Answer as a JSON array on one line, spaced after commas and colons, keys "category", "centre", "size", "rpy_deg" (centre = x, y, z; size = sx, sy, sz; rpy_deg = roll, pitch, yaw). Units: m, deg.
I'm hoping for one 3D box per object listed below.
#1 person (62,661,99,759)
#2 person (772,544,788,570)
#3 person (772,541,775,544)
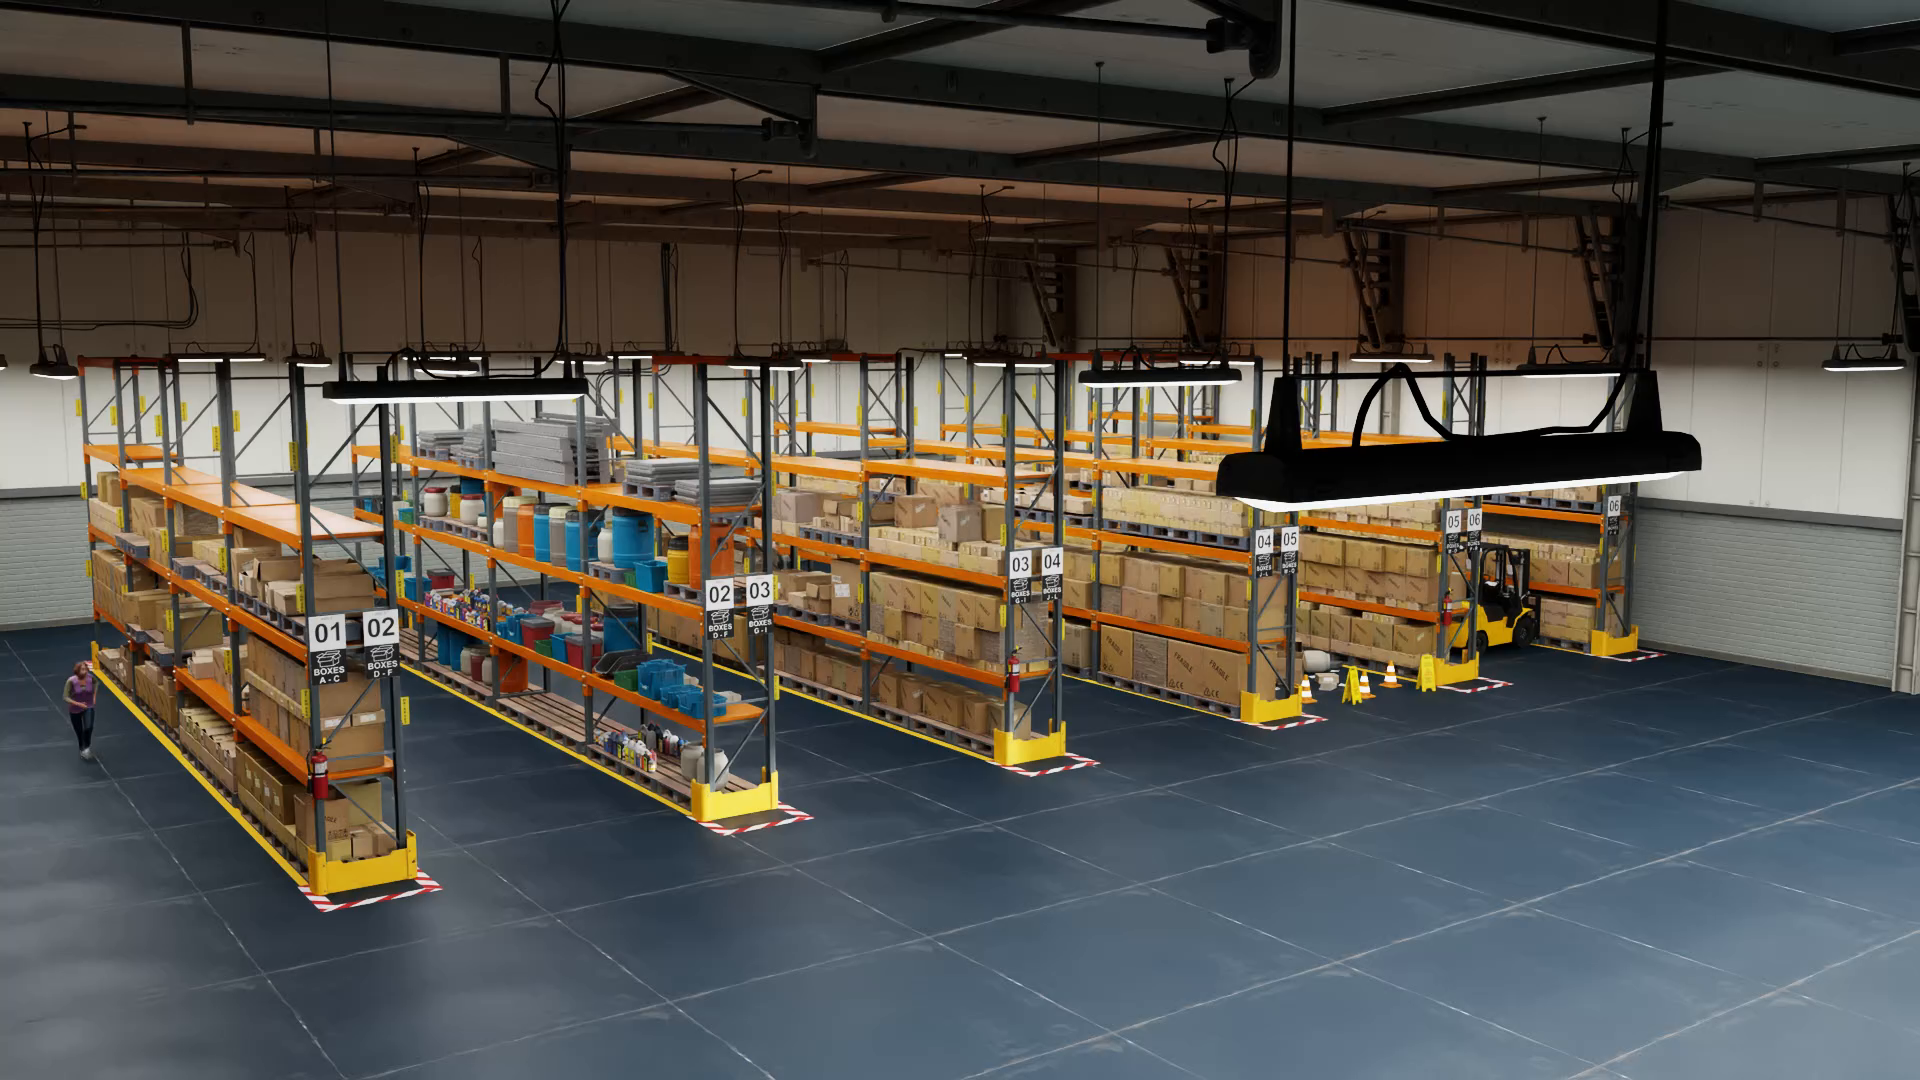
[{"category": "person", "centre": [-13.189, 2.541, 24.971], "size": [0.460, 1.514, 0.781], "rpy_deg": [-3, 8, -26]}, {"category": "person", "centre": [-4.167, 0.926, 37.682], "size": [0.579, 1.663, 1.074], "rpy_deg": [-5, 8, -33]}, {"category": "person", "centre": [-4.961, 0.101, 44.395], "size": [0.493, 1.661, 0.575], "rpy_deg": [1, 7, 10]}]
